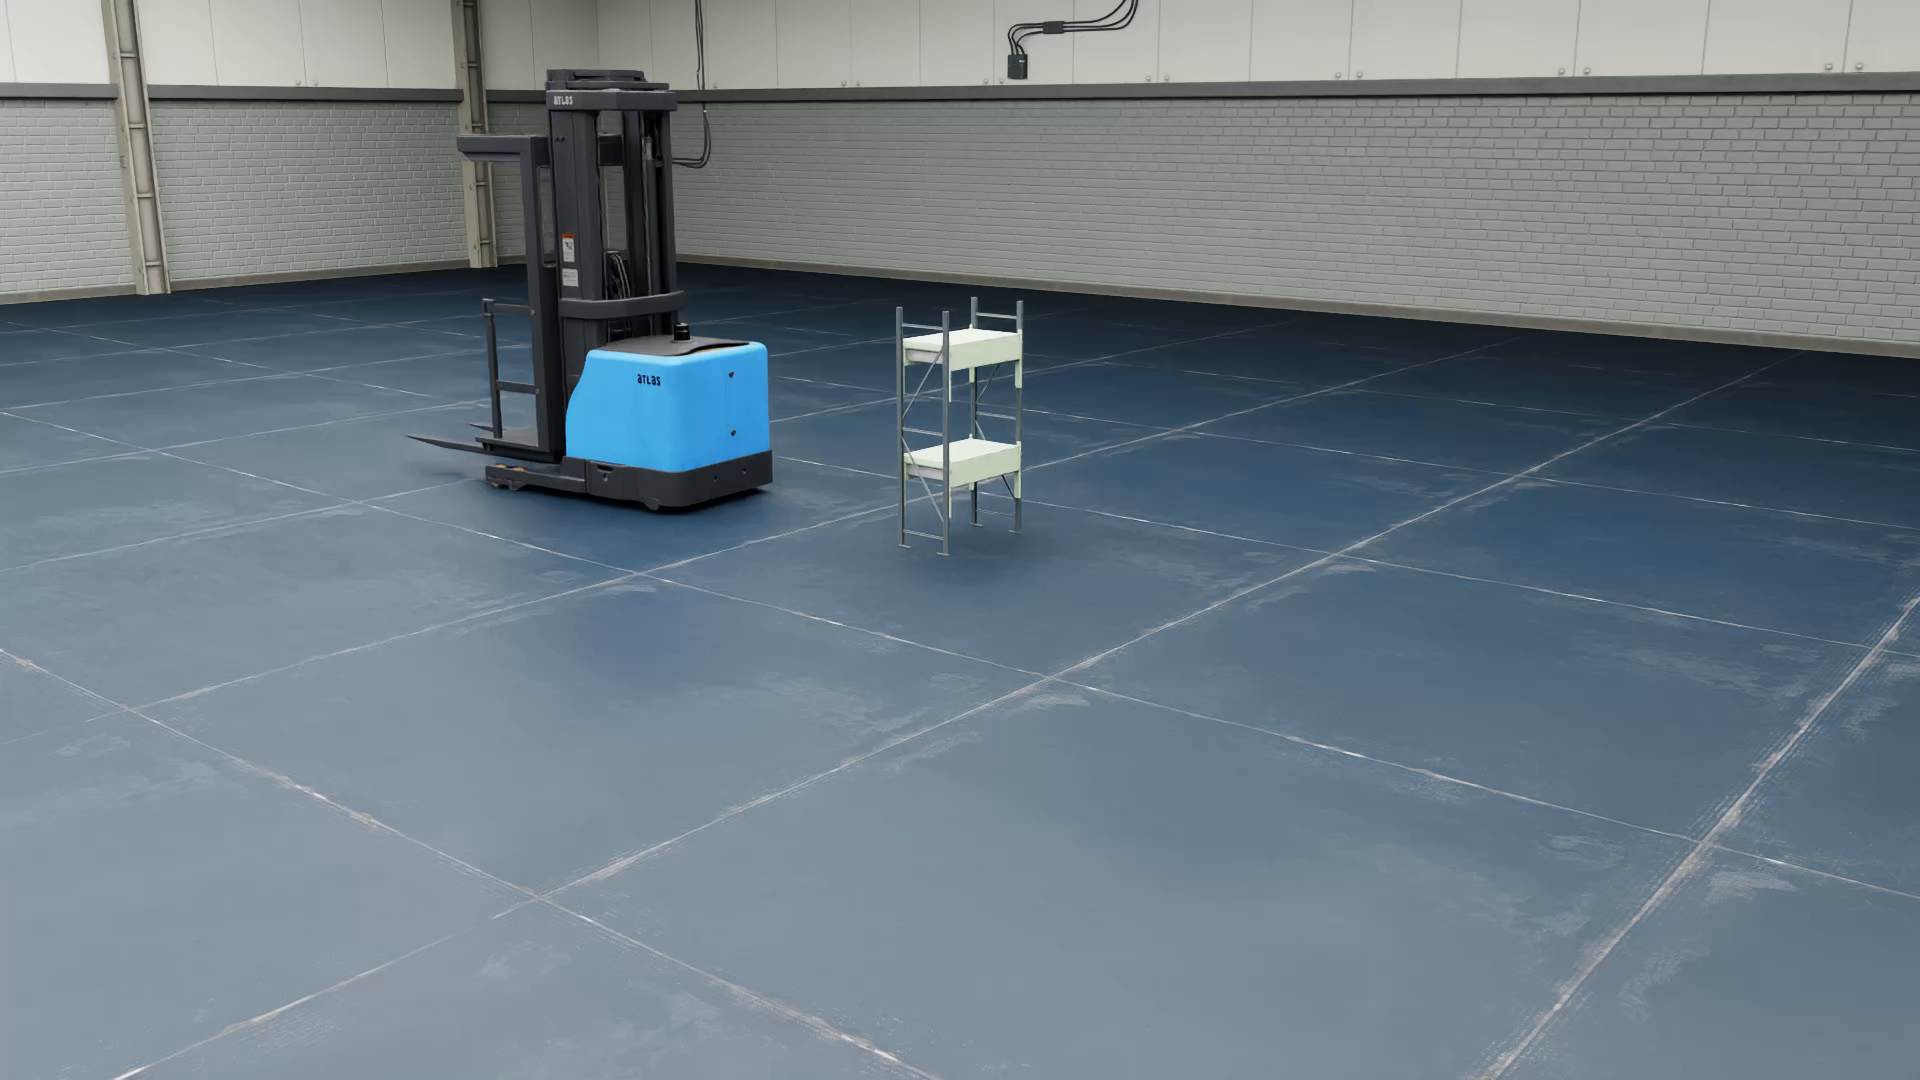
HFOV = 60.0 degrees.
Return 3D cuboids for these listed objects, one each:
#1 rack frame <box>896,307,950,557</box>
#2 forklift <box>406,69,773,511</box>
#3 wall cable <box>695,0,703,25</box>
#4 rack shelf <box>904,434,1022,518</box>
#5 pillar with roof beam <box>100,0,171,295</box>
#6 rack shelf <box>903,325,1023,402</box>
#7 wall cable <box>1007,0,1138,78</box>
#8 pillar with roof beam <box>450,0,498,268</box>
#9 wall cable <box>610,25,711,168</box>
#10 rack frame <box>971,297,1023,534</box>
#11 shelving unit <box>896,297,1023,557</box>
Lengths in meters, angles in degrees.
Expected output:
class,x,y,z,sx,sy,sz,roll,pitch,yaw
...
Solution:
class,x,y,z,sx,sy,sz,roll,pitch,yaw
rack frame,-0.226,-0.658,10.167,0.400,1.500,0.023,11,18,38
forklift,-2.858,-1.877,12.058,3.031,2.935,1.130,9,17,33
wall cable,-3.623,-10.179,28.465,3.097,2.526,0.112,11,18,38
rack shelf,0.004,-0.412,10.524,0.431,0.370,0.720,11,18,38
pillar with roof beam,-9.030,-7.480,21.791,9.100,9.000,0.400,11,18,38
rack shelf,0.004,-1.106,10.347,0.431,0.370,0.720,11,18,38
wall cable,1.647,-9.831,24.139,2.305,6.003,0.169,11,18,38
pillar with roof beam,-5.258,-8.629,26.314,9.100,9.000,0.400,11,18,38
wall cable,-5.727,-8.150,30.735,3.097,2.526,0.112,11,18,38
rack frame,0.234,-0.798,10.719,0.400,1.500,0.023,11,18,38
shelving unit,0.004,-0.728,10.443,0.431,1.500,0.755,11,18,38
